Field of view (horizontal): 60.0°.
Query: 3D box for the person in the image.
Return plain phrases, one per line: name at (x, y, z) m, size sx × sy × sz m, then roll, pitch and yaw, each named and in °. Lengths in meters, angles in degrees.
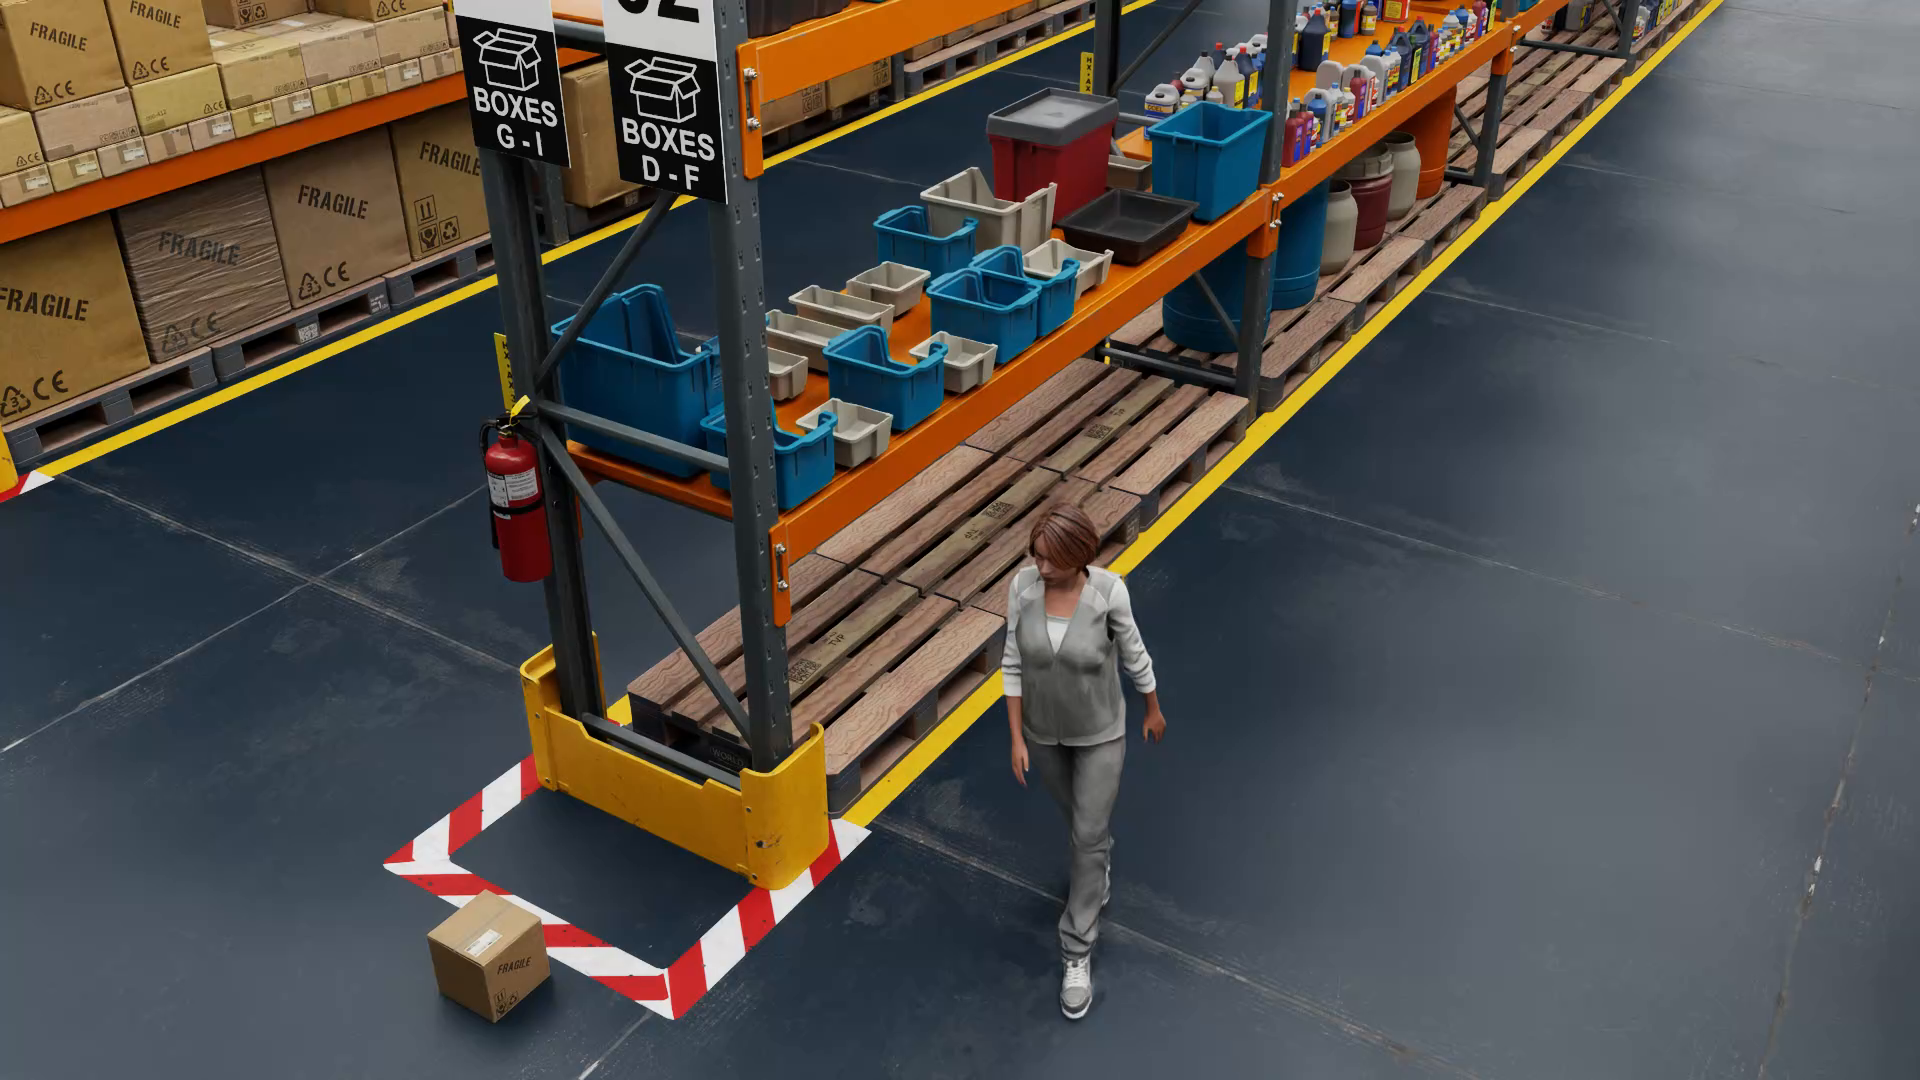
person at (0.350, 0.620, 5.138) m, size 0.483 × 1.570 × 0.760 m, roll 11°, pitch 32°, yaw 18°
